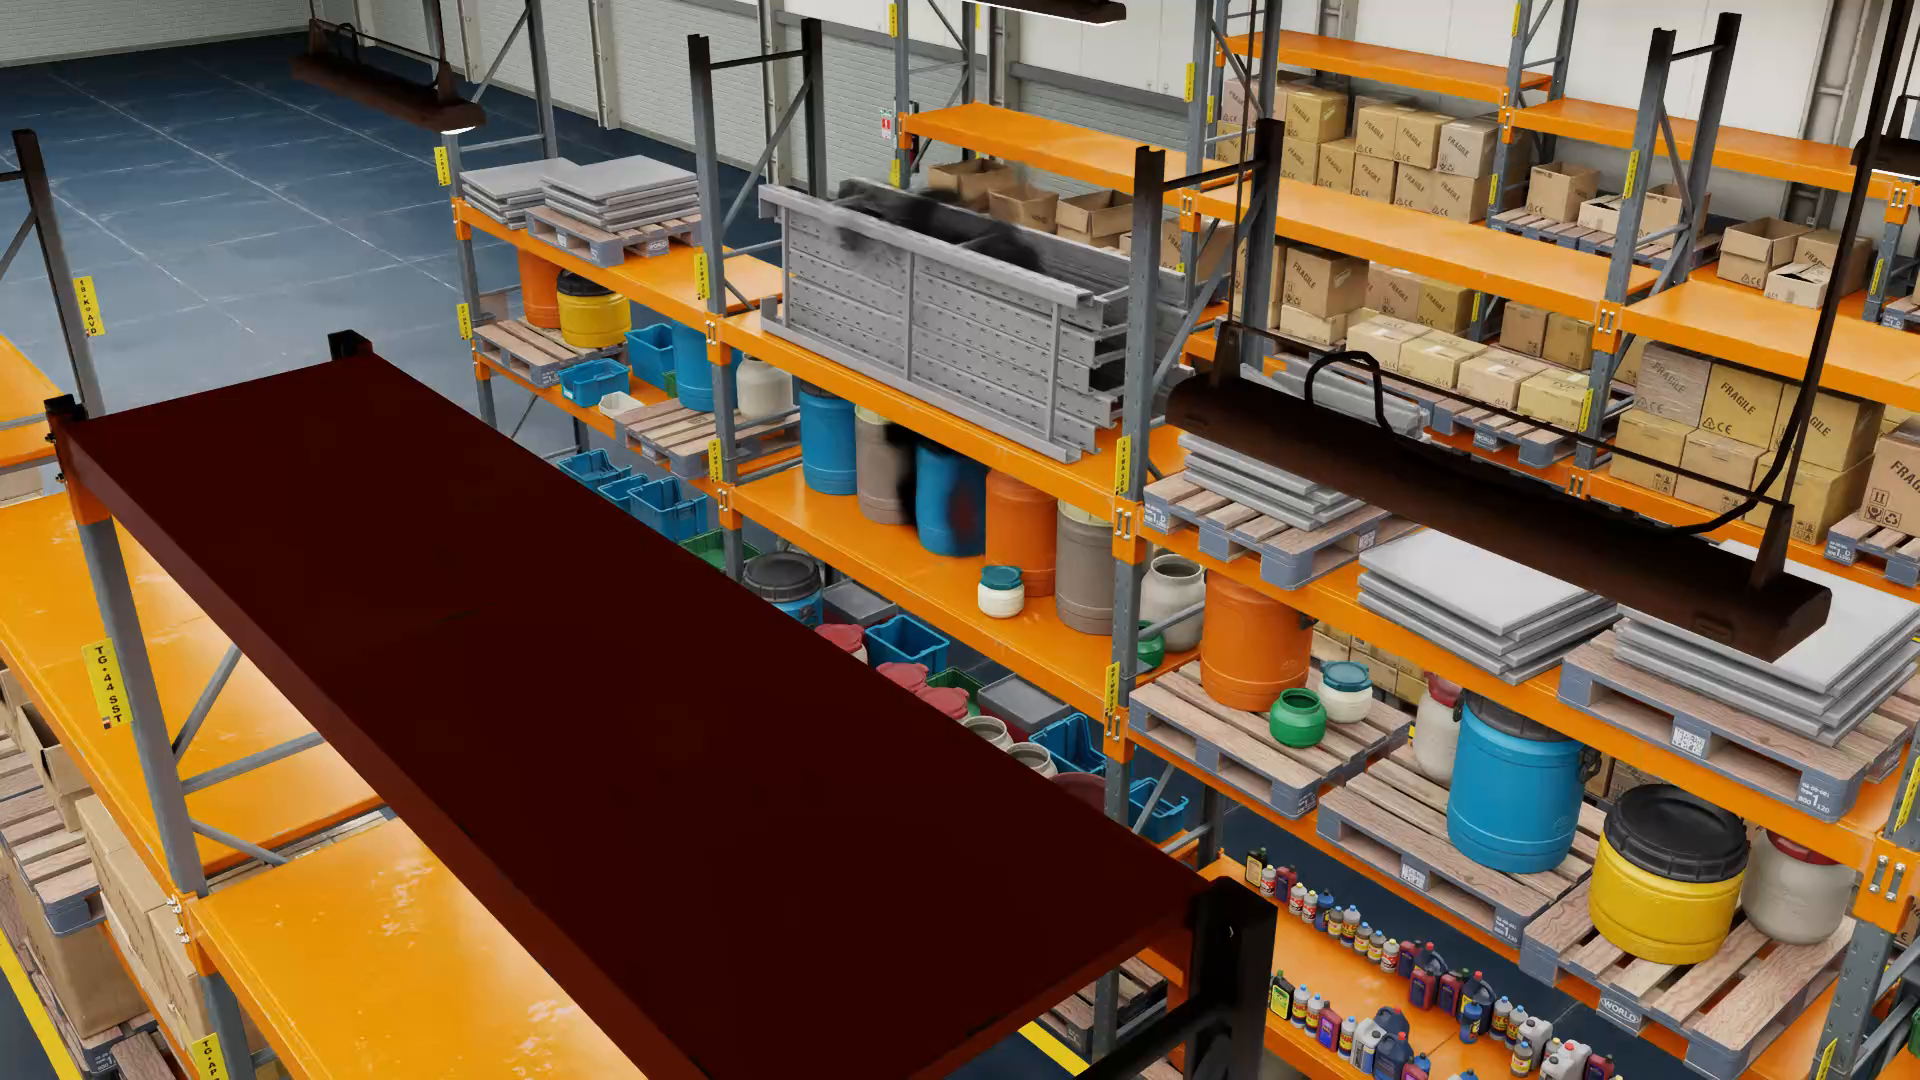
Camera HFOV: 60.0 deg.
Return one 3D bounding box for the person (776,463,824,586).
[{"bbox_3d":[-1.501,-0.244,16.015,0.675,1.731,0.685,19,33,33],"label":"person"}]
